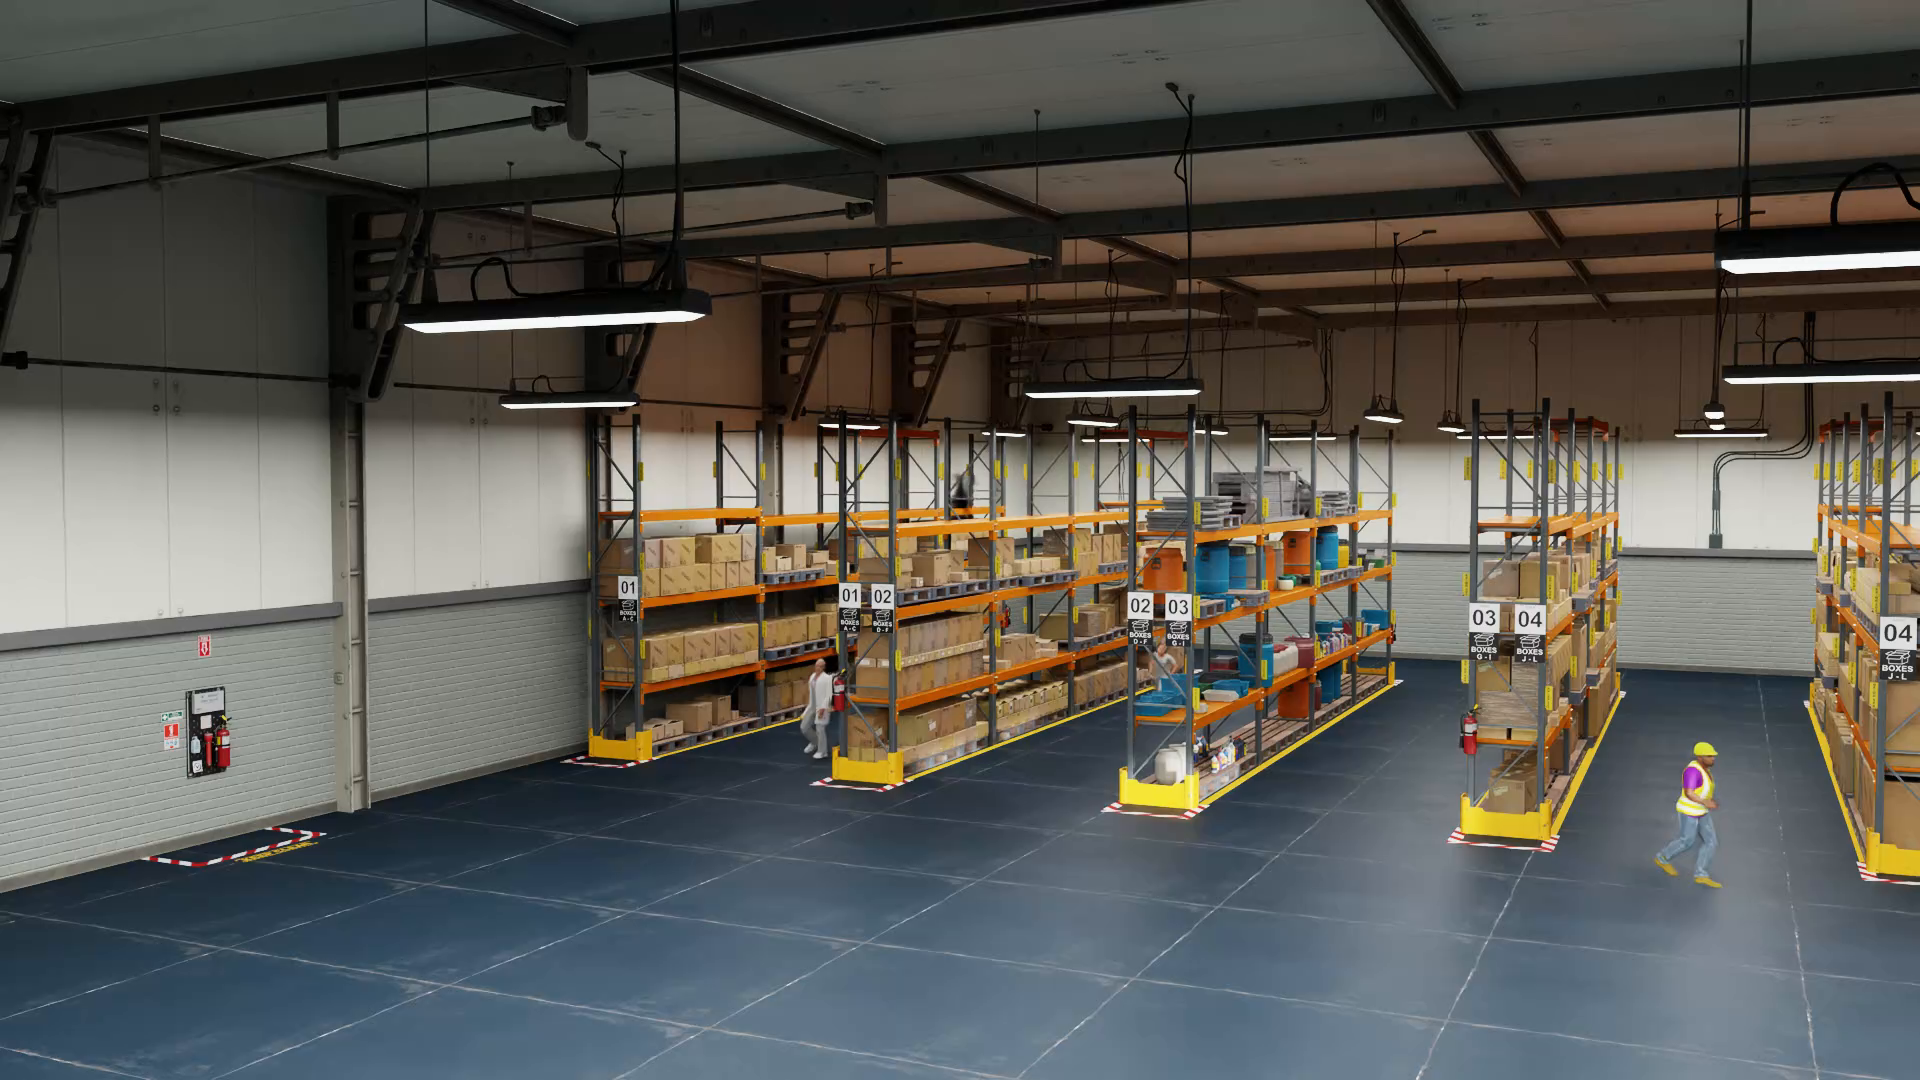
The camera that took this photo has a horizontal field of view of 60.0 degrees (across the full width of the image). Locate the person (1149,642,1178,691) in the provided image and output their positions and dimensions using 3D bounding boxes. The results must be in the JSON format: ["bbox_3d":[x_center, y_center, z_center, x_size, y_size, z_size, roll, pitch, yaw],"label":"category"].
[{"bbox_3d":[4.141,2.837,34.038,0.658,1.553,0.749,2,3,42],"label":"person"}]

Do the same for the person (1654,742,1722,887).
[{"bbox_3d":[8.802,3.294,20.141,0.664,1.733,0.848,-2,3,-41],"label":"person"}]

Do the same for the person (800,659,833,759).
[{"bbox_3d":[-2.470,2.923,28.795,0.732,1.737,0.580,2,3,36],"label":"person"}]
